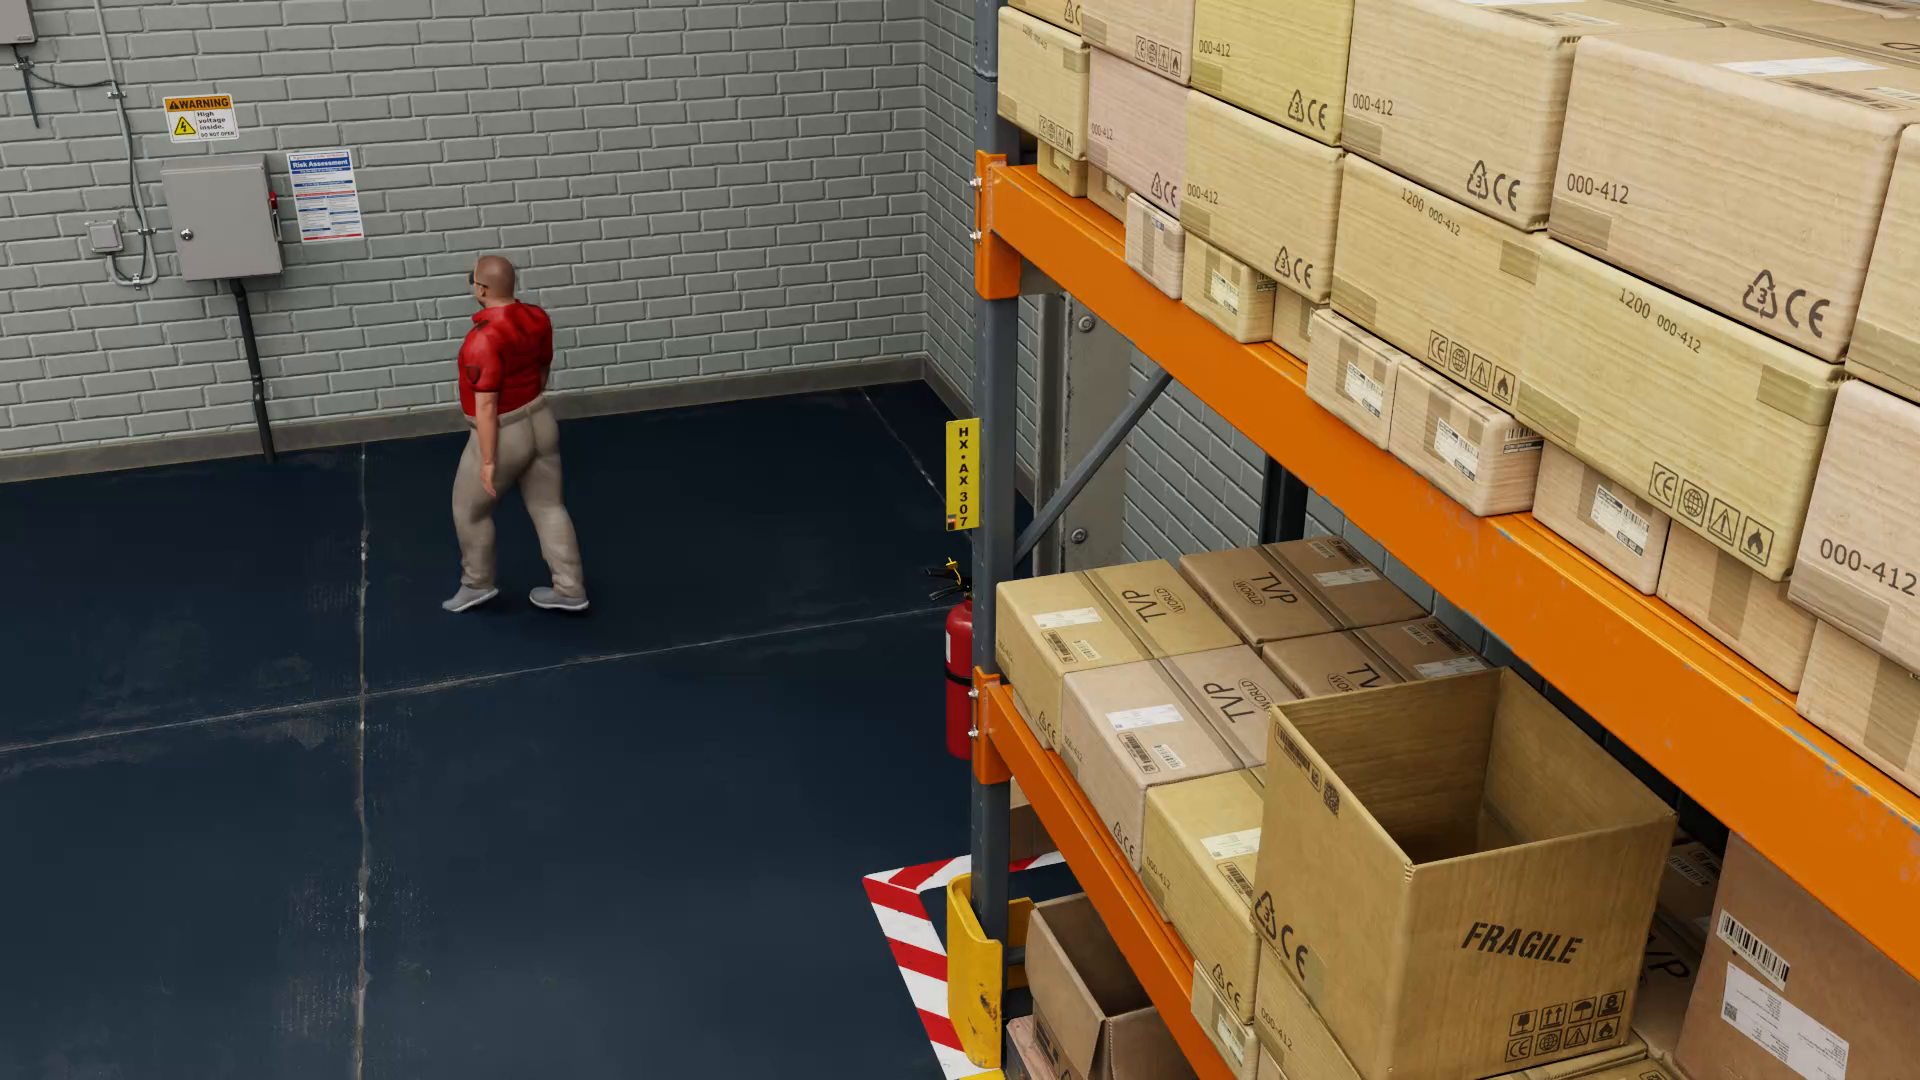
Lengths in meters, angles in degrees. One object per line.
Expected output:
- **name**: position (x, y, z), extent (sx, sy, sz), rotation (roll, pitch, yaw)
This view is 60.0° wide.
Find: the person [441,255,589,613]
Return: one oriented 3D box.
- **person**: position (-2.087, -0.445, 7.579), extent (0.725, 1.781, 0.579), rotation (14, 30, 27)
